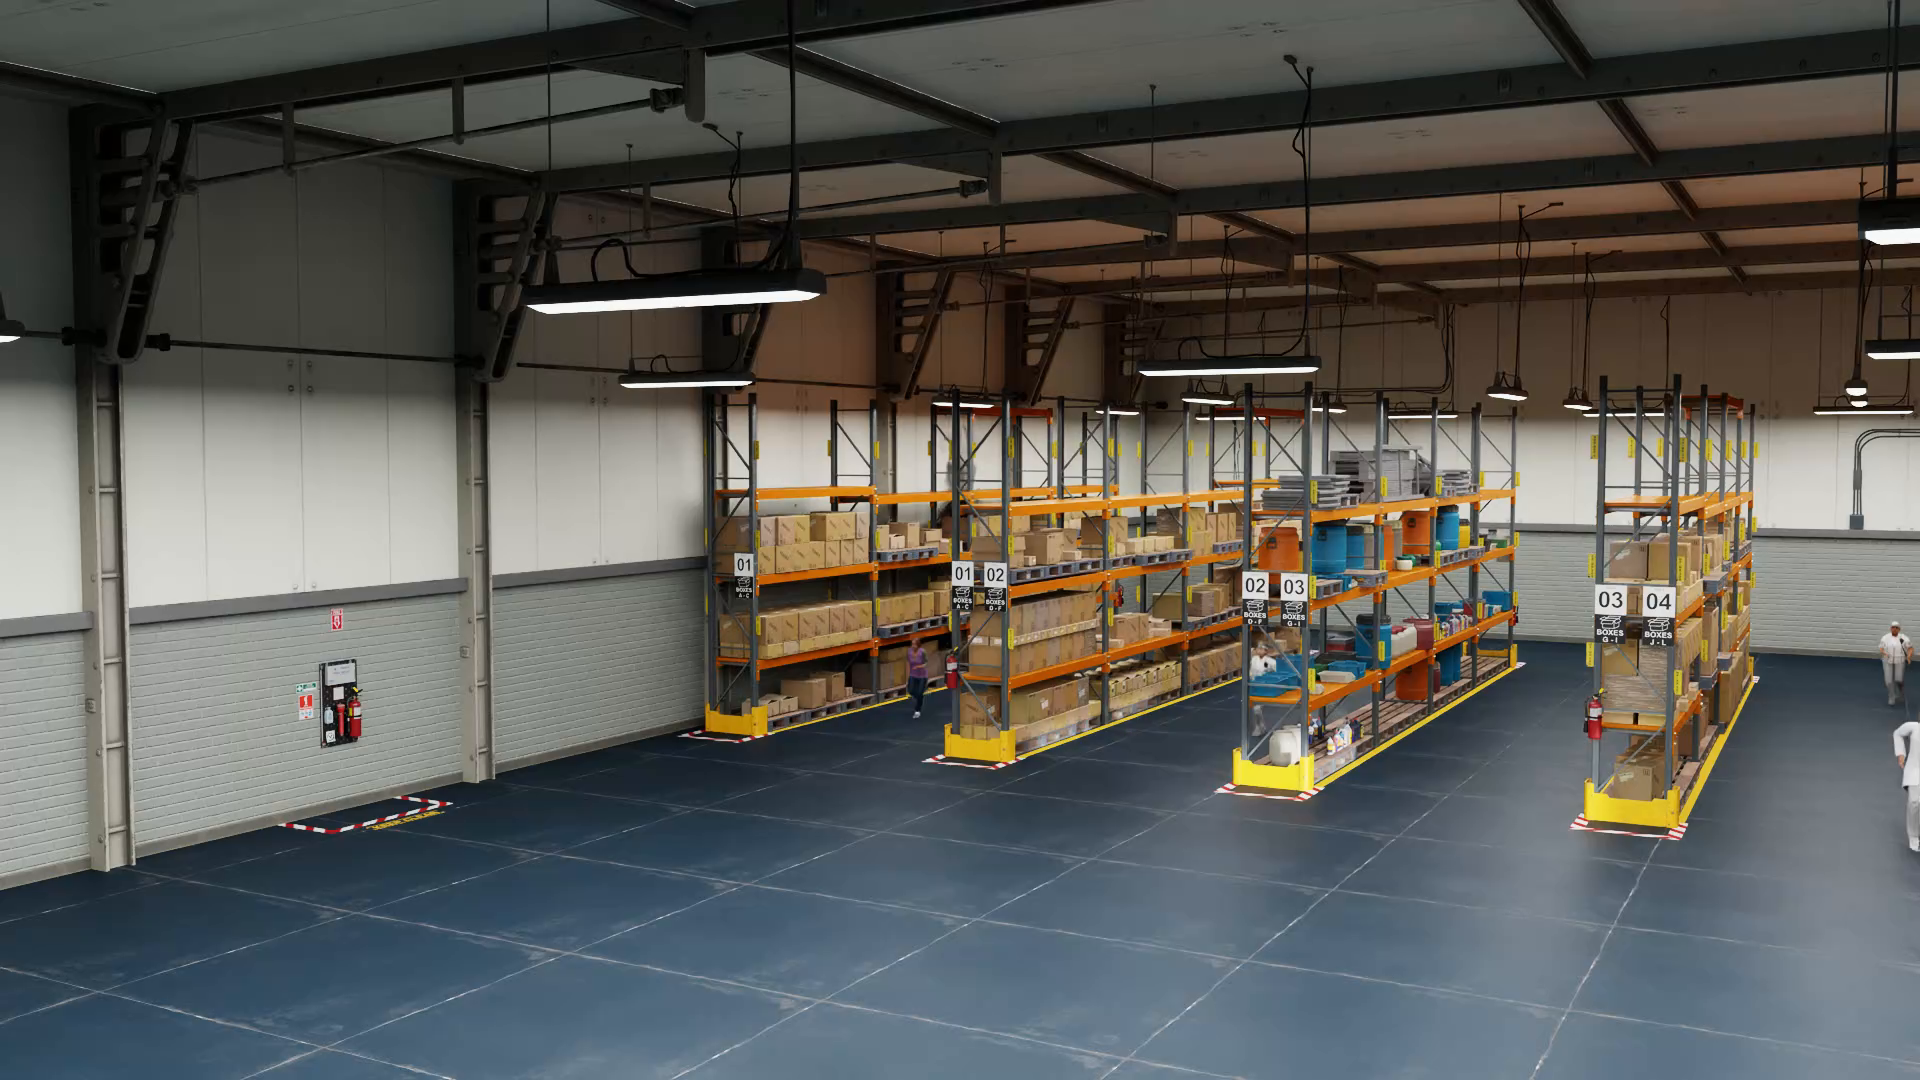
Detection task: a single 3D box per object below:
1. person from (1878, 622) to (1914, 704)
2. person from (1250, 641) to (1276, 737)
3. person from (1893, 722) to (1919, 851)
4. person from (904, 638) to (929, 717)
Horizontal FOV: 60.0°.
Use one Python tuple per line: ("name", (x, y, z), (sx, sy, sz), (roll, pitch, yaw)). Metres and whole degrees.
("person", (18.376, 2.427, 32.715), (0.579, 1.628, 0.521), (2, 4, 35))
("person", (5.247, 2.607, 28.991), (0.669, 1.710, 0.616), (-3, 4, -44))
("person", (12.229, 3.005, 21.074), (0.691, 1.847, 0.884), (1, 3, 20))
("person", (-0.818, 2.625, 31.029), (0.516, 1.425, 0.652), (1, 3, 11))
